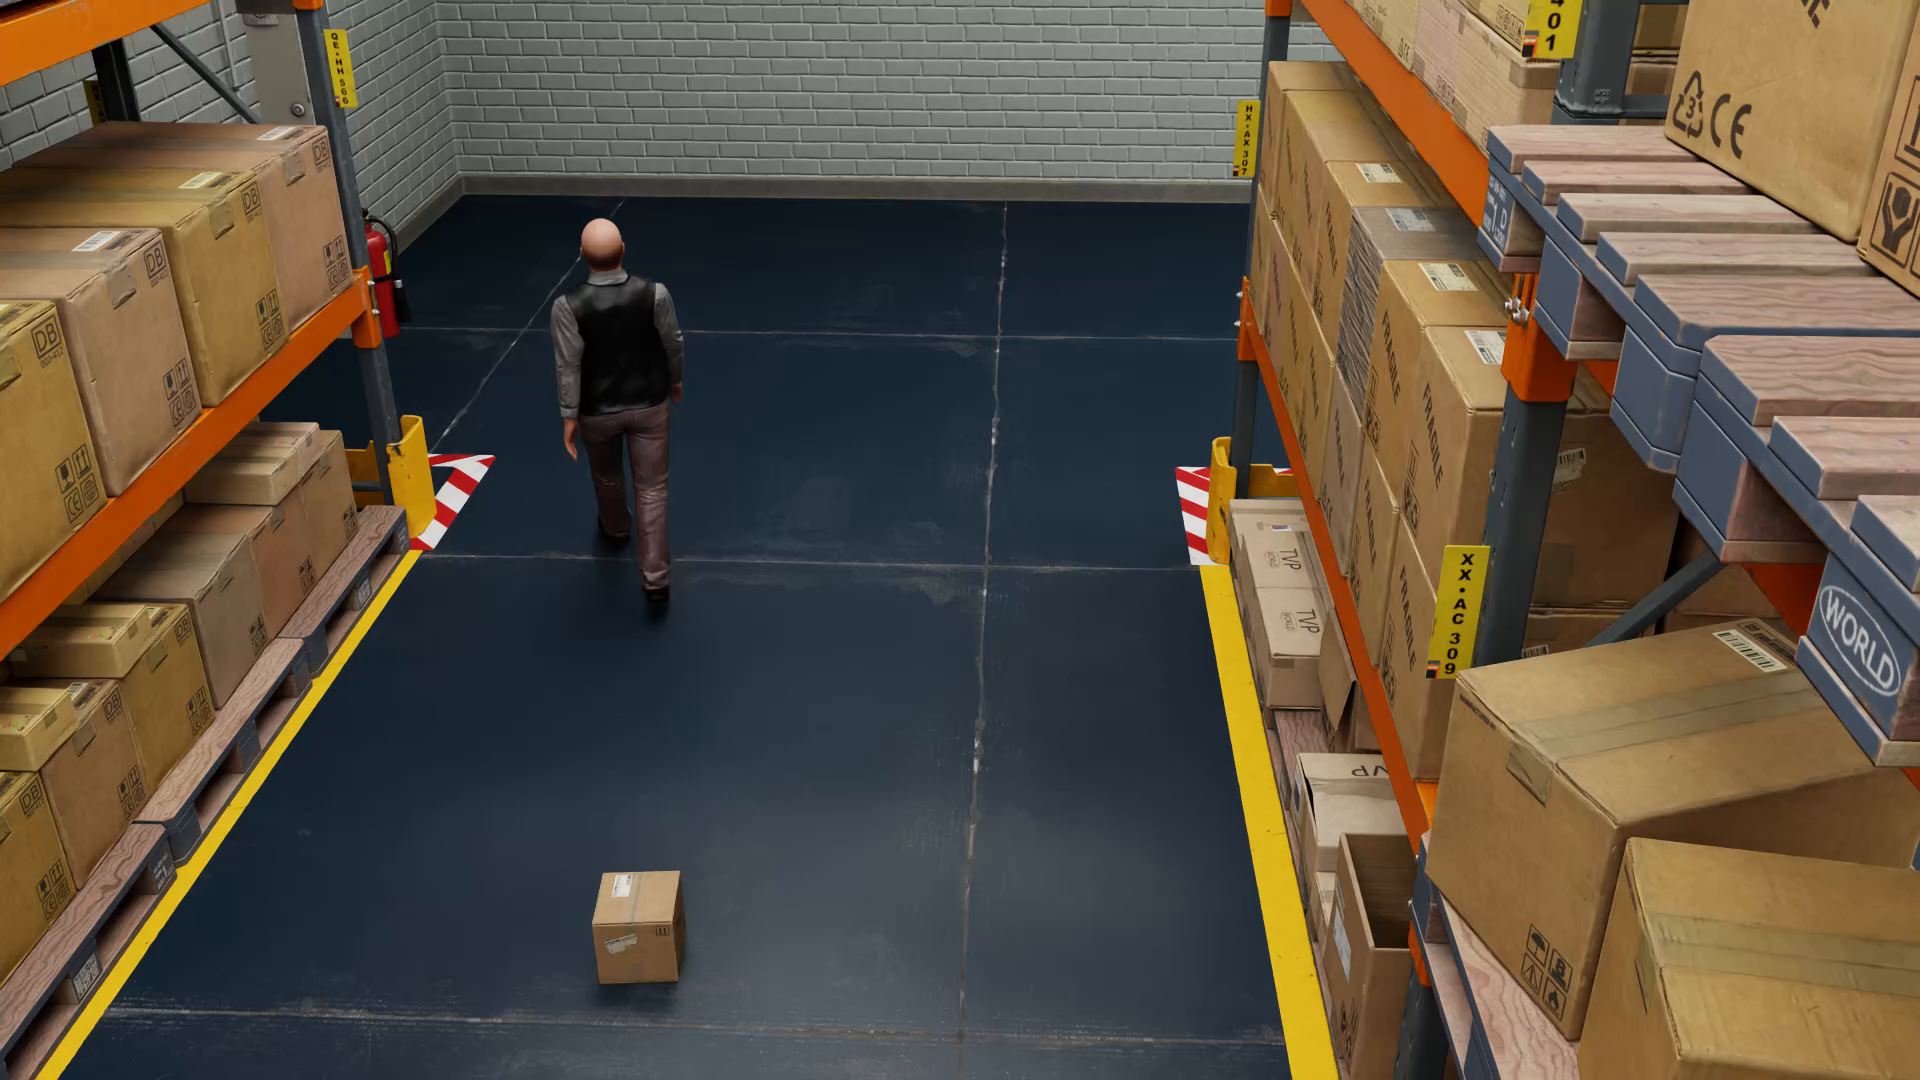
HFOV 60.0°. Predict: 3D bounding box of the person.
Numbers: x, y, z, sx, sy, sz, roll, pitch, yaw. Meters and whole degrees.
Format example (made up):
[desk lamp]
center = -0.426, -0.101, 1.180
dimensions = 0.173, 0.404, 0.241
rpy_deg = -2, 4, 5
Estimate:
[person]
center = -1.480, -0.622, 7.335
dimensions = 0.560, 1.675, 1.024
rpy_deg = -6, 28, -12
